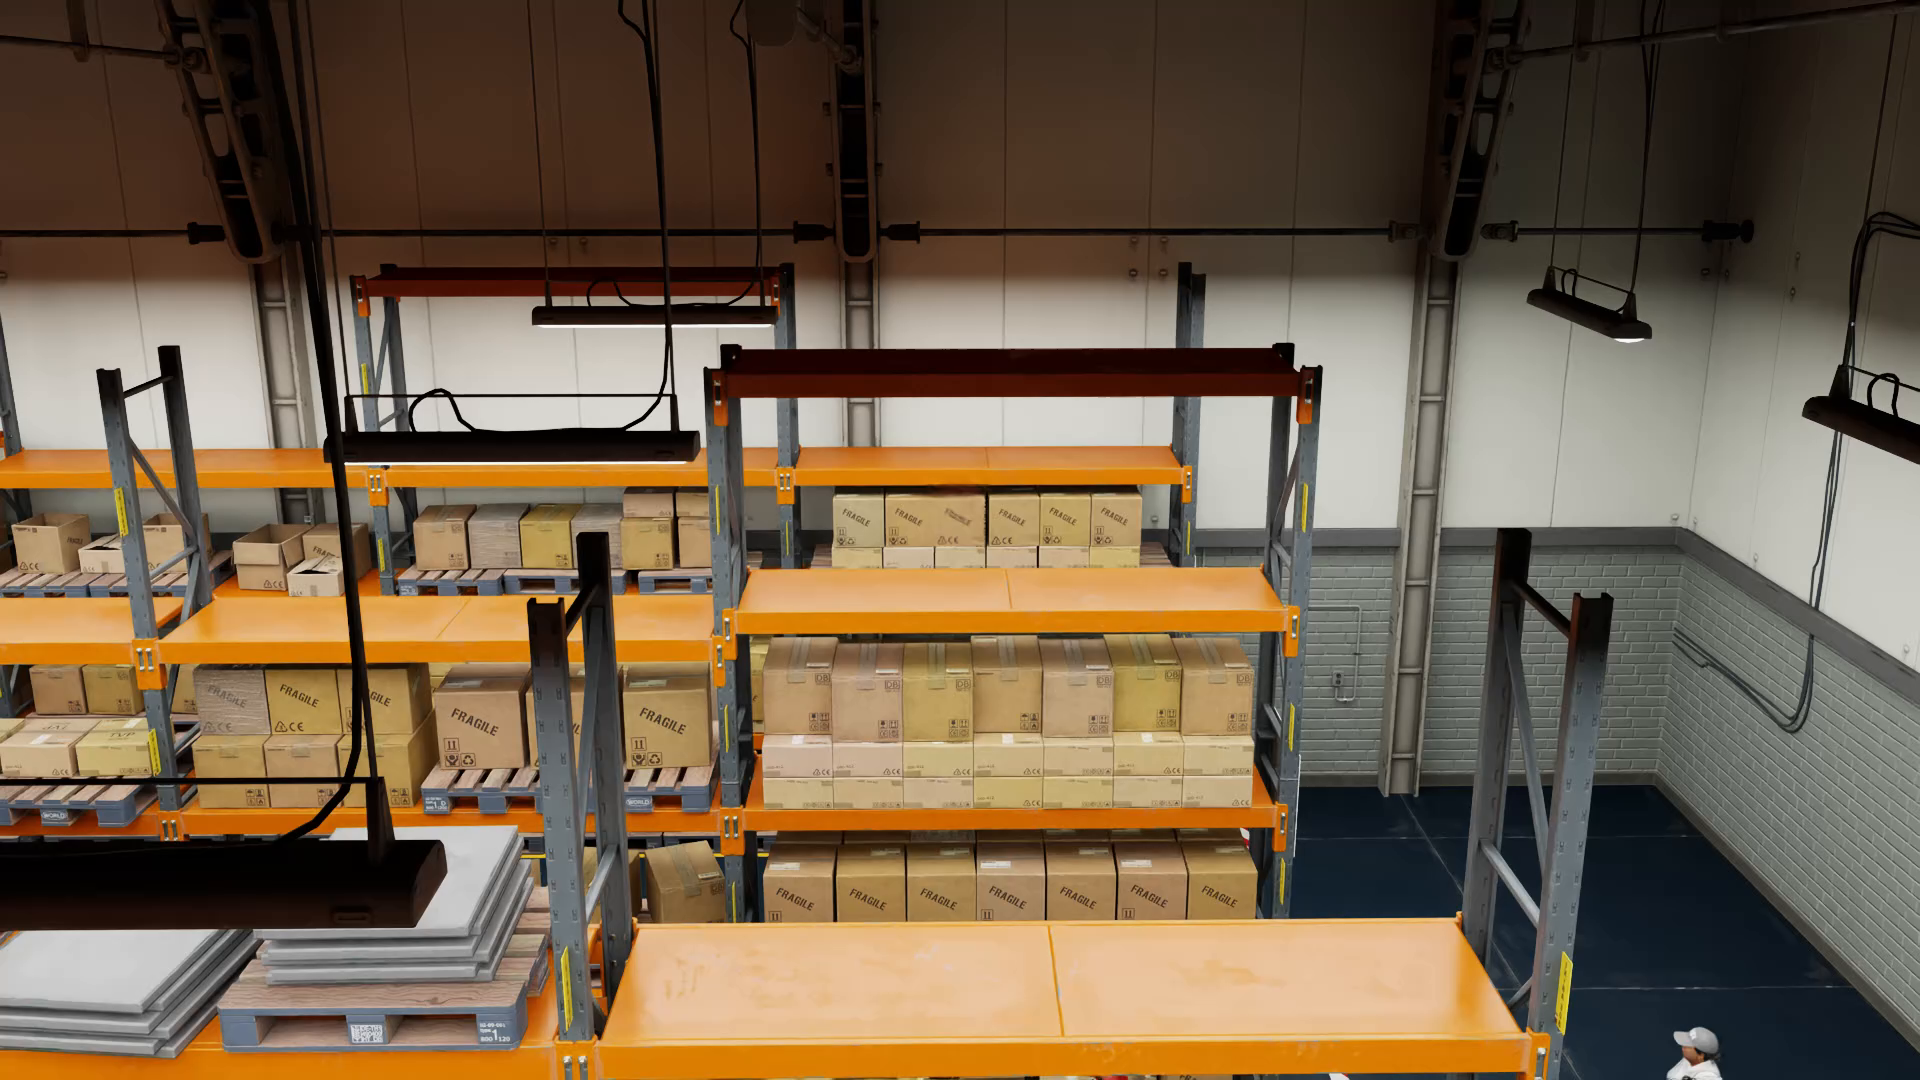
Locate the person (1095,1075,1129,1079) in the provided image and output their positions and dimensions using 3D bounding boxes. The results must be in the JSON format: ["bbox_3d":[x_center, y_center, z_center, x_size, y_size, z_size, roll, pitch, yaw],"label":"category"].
[{"bbox_3d":[0.988,4.165,11.346,1.042,1.610,0.527,1,16,4],"label":"person"}]

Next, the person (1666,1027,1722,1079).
[{"bbox_3d":[5.062,4.104,11.521,1.034,1.605,0.473,-1,16,-4],"label":"person"}]
